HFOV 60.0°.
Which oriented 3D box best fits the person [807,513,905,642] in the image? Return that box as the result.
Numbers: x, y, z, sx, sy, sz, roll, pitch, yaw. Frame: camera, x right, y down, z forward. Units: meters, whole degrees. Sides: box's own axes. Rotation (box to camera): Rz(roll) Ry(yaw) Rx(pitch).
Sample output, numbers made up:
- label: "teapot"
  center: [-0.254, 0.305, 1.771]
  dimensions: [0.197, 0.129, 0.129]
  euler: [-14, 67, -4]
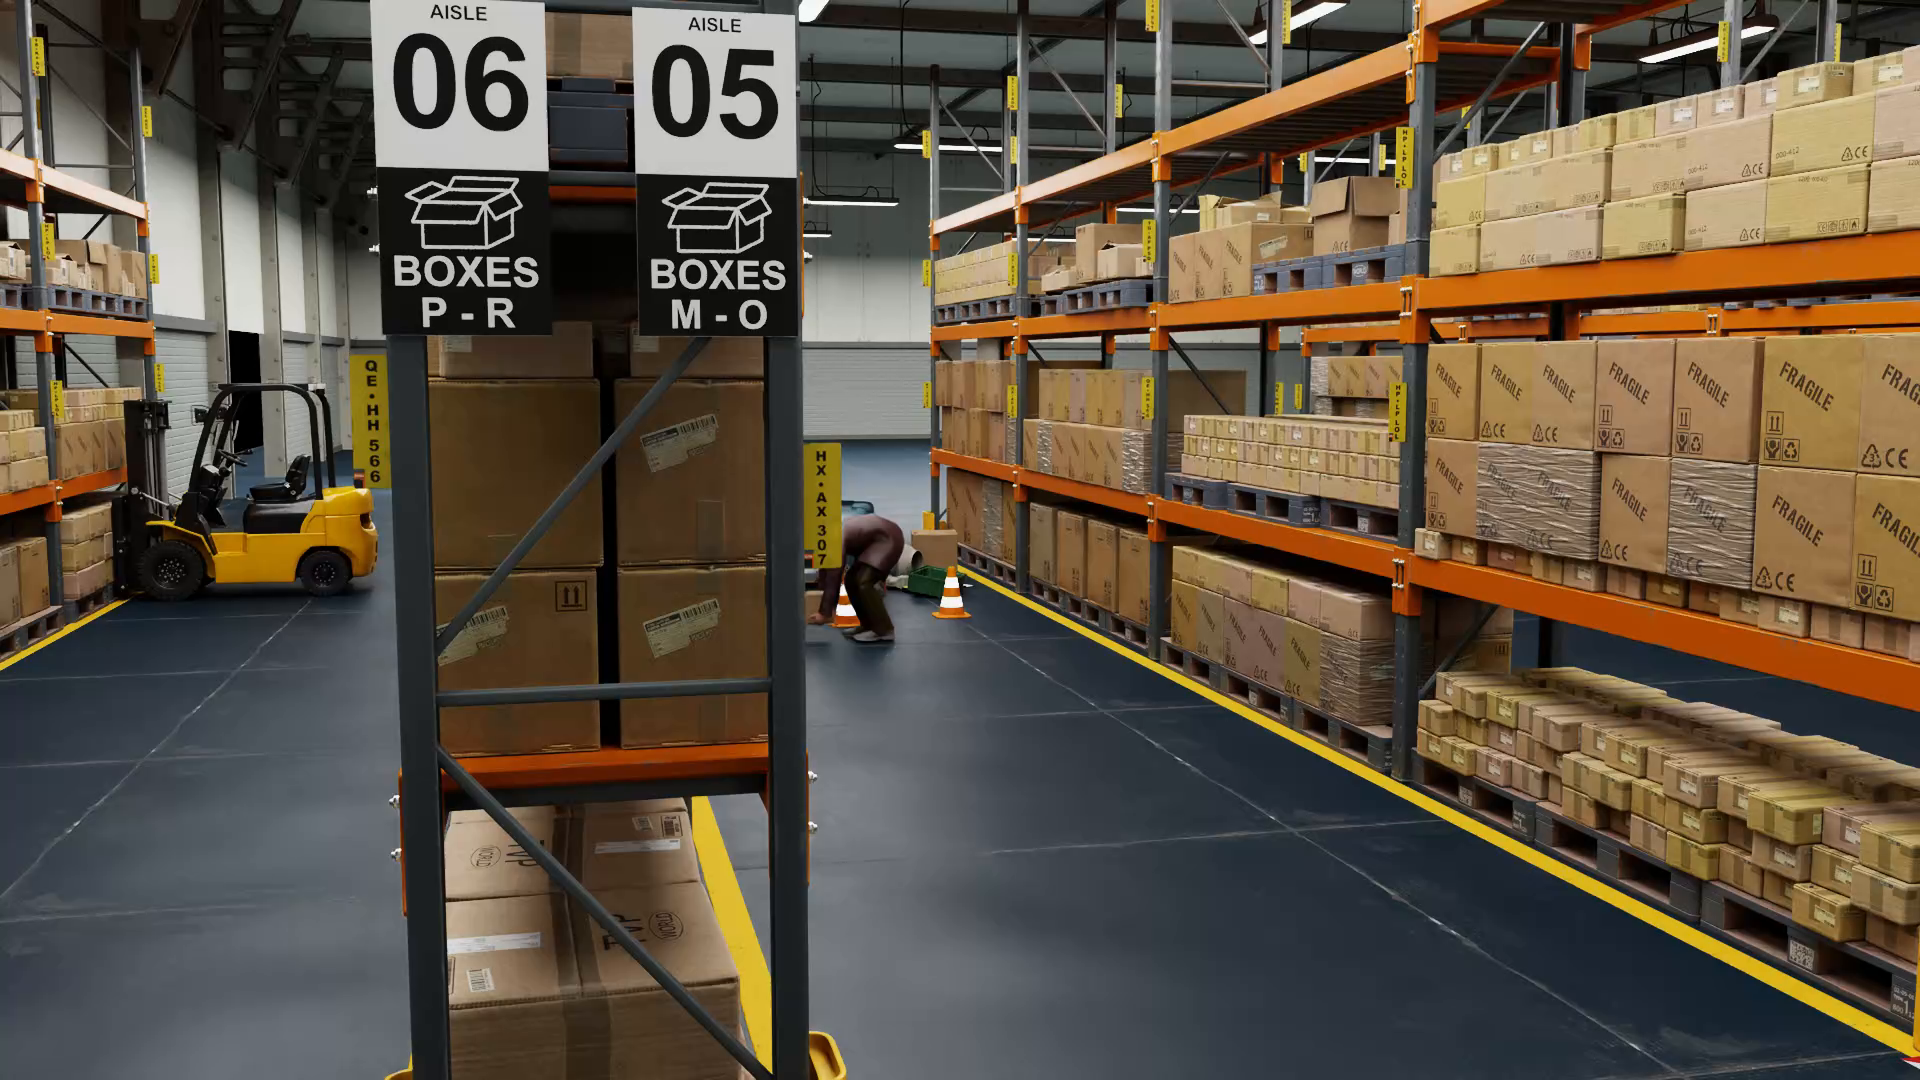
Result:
- label: "person"
  center: [-0.939, 0.319, 14.187]
  dimensions: [0.949, 1.078, 0.577]
  euler: [-2, 6, -16]
